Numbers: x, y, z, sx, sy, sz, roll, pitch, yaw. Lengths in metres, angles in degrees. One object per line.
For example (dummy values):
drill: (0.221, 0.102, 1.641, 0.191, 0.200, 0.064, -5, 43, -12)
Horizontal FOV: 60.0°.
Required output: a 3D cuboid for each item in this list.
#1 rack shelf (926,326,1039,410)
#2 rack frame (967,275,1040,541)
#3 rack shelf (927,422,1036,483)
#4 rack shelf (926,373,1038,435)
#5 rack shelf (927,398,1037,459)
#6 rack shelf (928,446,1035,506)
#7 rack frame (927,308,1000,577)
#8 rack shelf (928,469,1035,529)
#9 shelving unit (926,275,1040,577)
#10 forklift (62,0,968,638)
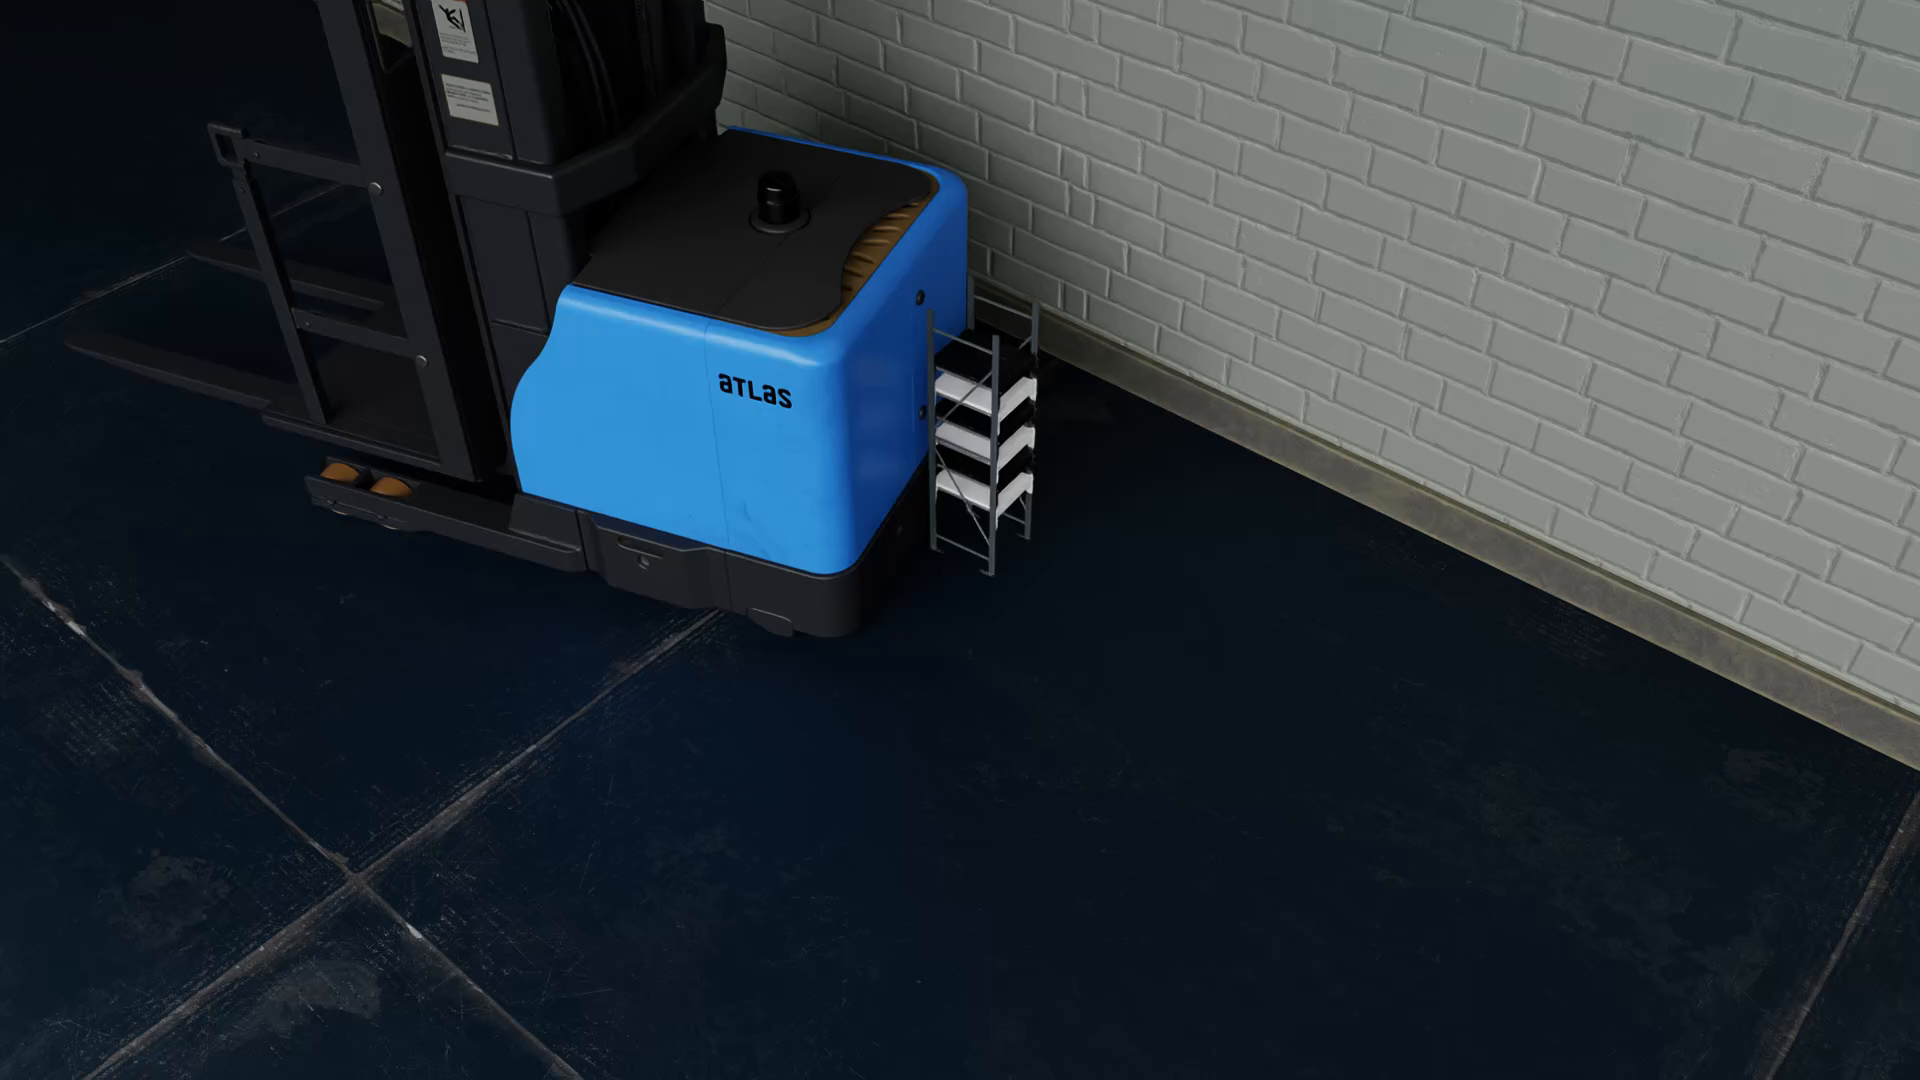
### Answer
rack shelf: (0.065, -0.496, 4.775, 0.258, 0.077, 0.200, 25, 48, 25)
rack frame: (0.122, -0.378, 4.996, 0.240, 0.900, 0.006, 25, 48, 25)
rack shelf: (0.065, -0.296, 4.957, 0.258, 0.077, 0.200, 25, 48, 25)
rack shelf: (0.065, -0.430, 4.835, 0.258, 0.077, 0.200, 25, 48, 25)
rack shelf: (0.065, -0.363, 4.896, 0.258, 0.077, 0.200, 25, 48, 25)
rack shelf: (0.065, -0.230, 5.017, 0.258, 0.077, 0.200, 25, 48, 25)
rack frame: (0.008, -0.265, 4.872, 0.240, 0.900, 0.006, 25, 48, 25)
rack shelf: (0.065, -0.163, 5.078, 0.258, 0.077, 0.200, 25, 48, 25)
shelving unit: (0.065, -0.321, 4.934, 0.258, 0.900, 0.210, 25, 48, 25)
forklift: (-1.533, -1.430, 4.645, 3.031, 2.935, 1.130, 15, 44, 16)
